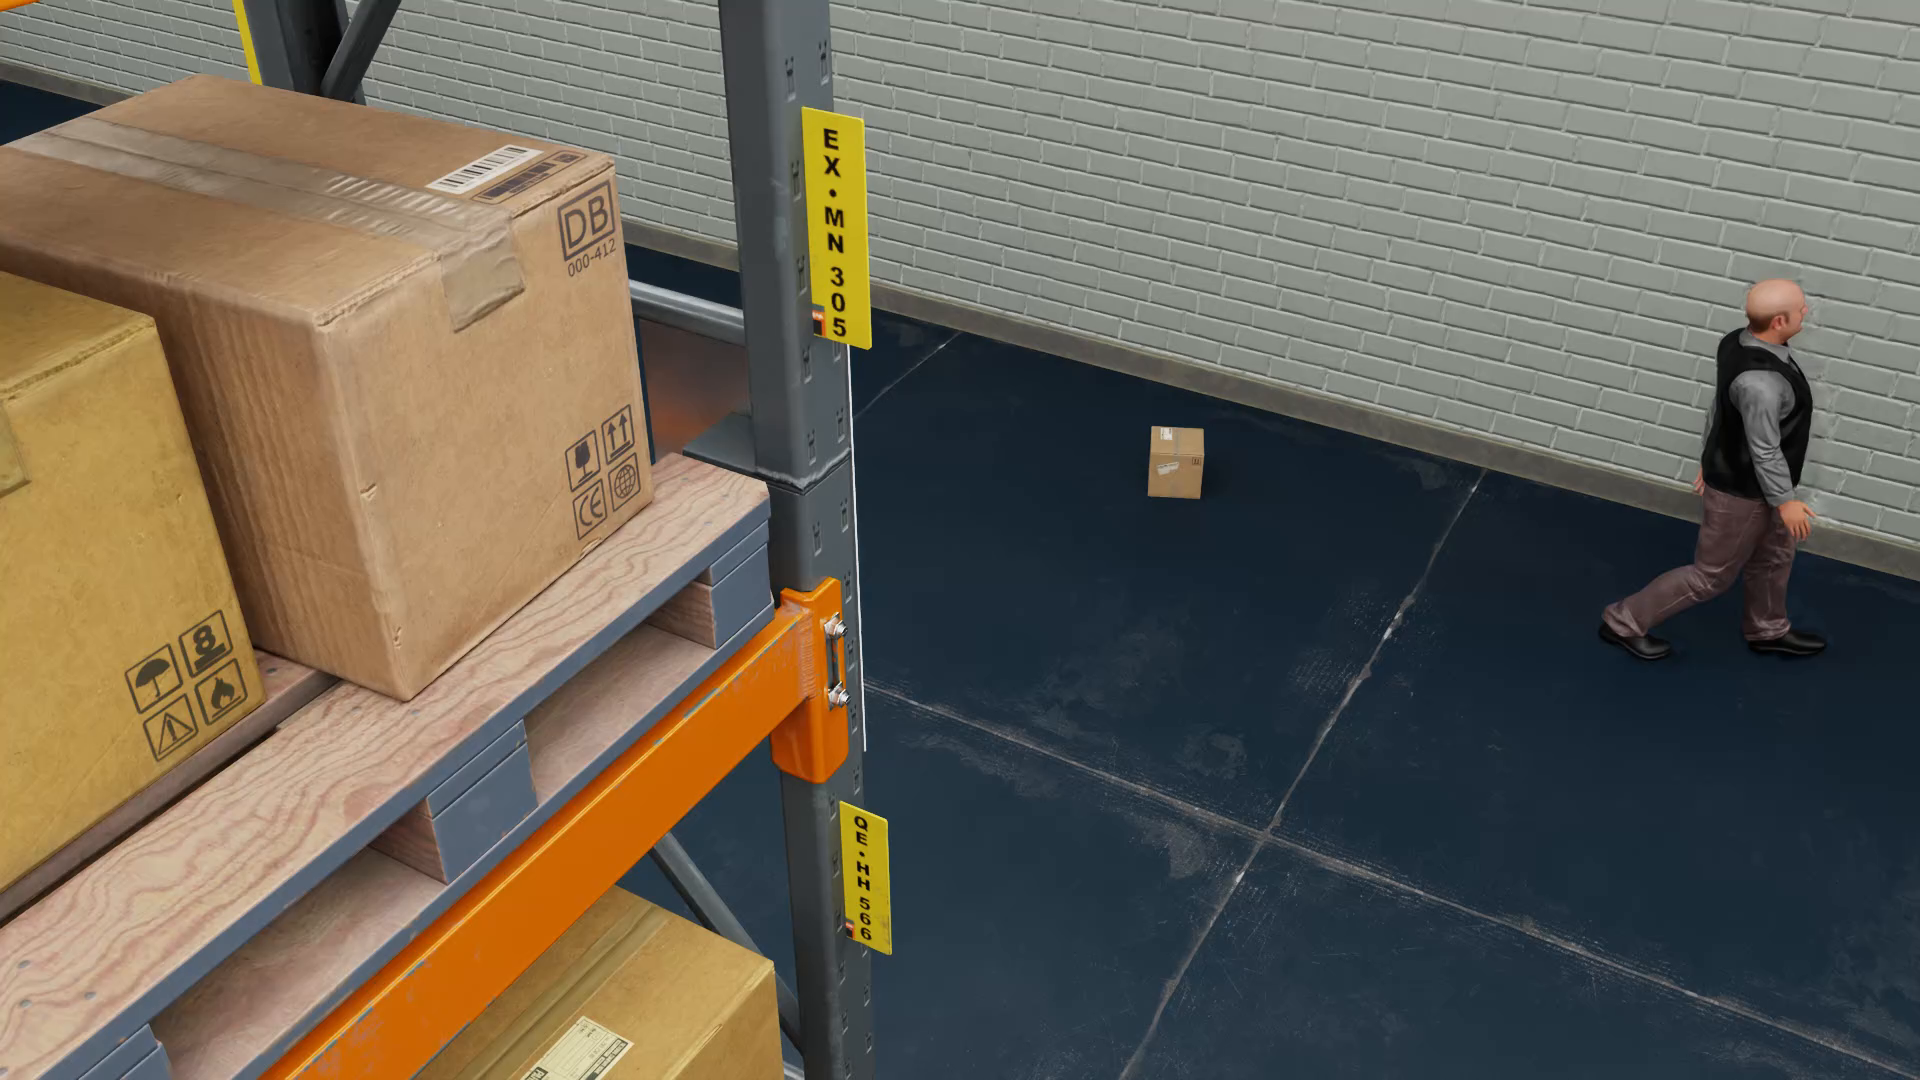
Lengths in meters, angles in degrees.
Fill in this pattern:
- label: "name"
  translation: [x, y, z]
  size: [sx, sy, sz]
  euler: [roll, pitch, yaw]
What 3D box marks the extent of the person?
- label: "person"
  translation: [3.130, -0.216, 6.494]
  size: [0.905, 1.685, 0.539]
  euler: [12, 36, 17]
